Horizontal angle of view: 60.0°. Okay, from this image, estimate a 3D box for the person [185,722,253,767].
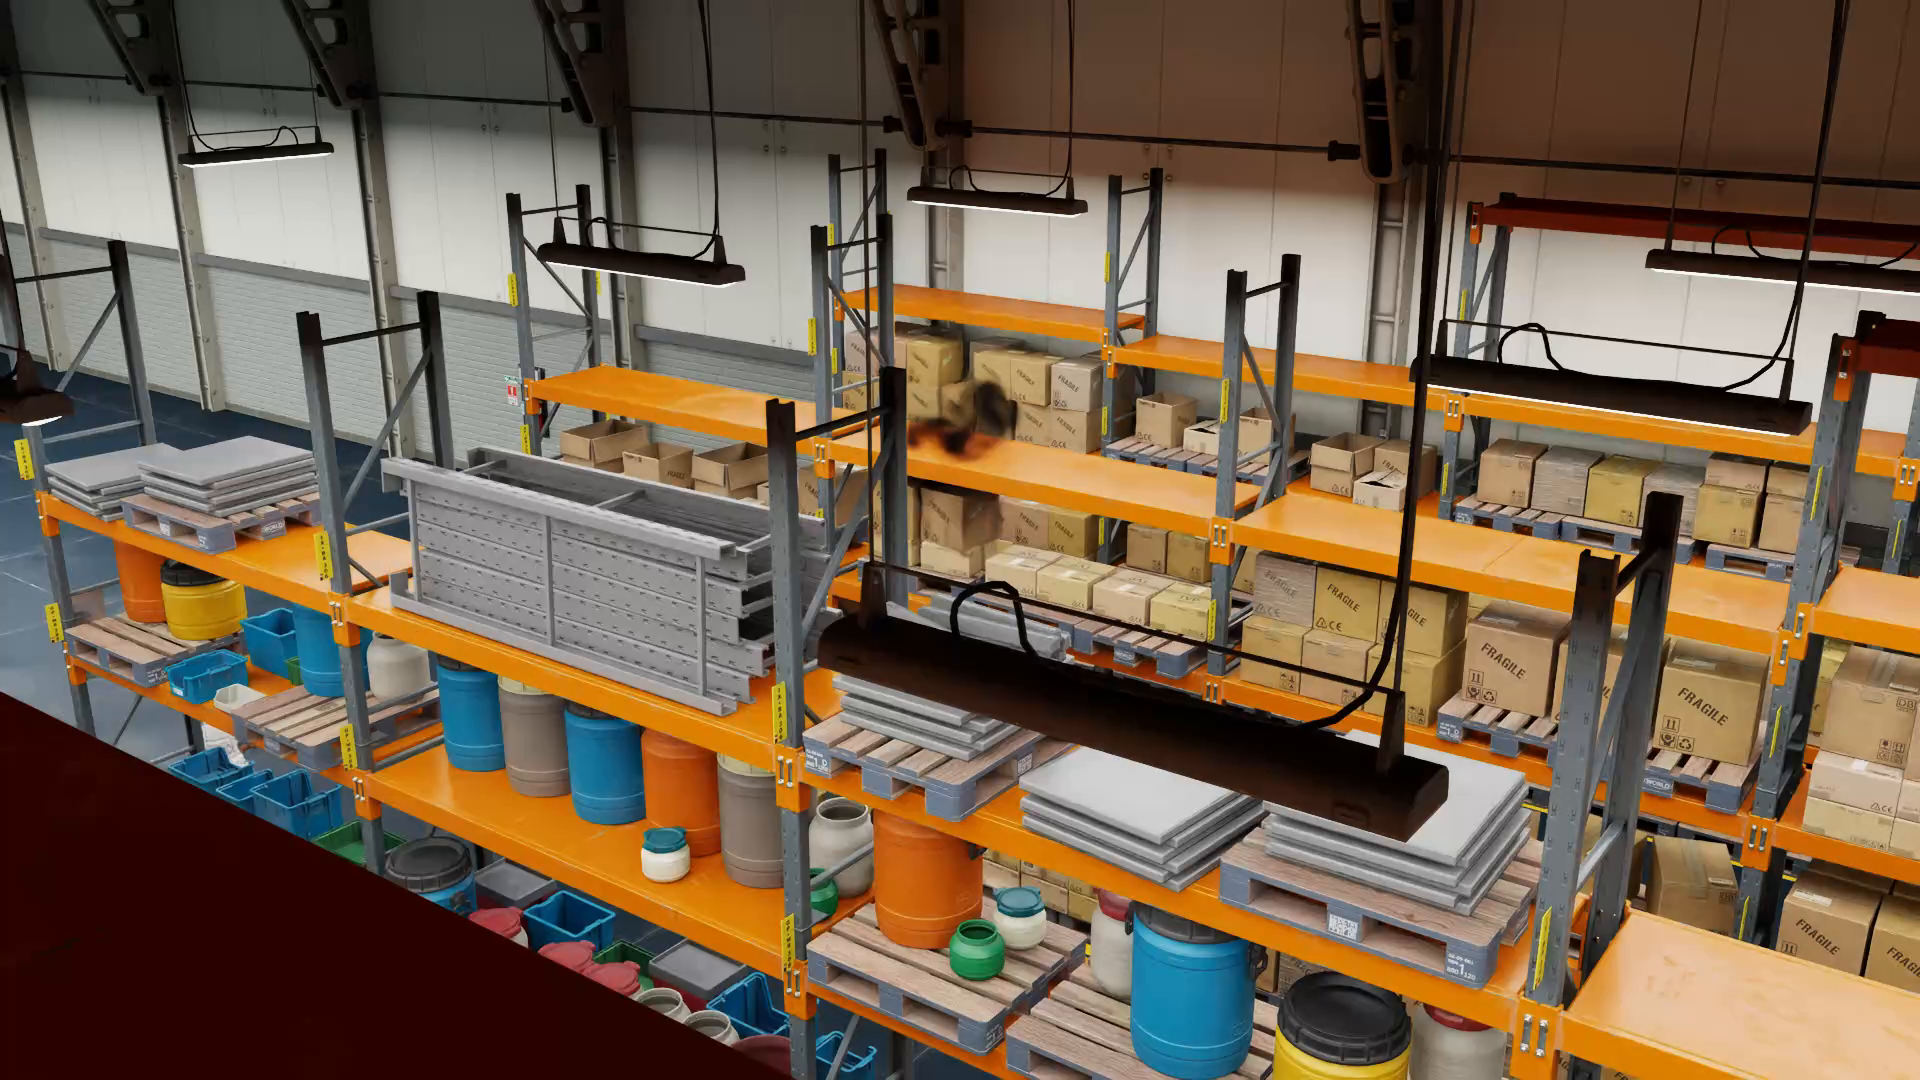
[{"bbox_3d":[-7.113,2.259,15.940,0.551,1.628,0.703,13,23,35],"label":"person"}]
